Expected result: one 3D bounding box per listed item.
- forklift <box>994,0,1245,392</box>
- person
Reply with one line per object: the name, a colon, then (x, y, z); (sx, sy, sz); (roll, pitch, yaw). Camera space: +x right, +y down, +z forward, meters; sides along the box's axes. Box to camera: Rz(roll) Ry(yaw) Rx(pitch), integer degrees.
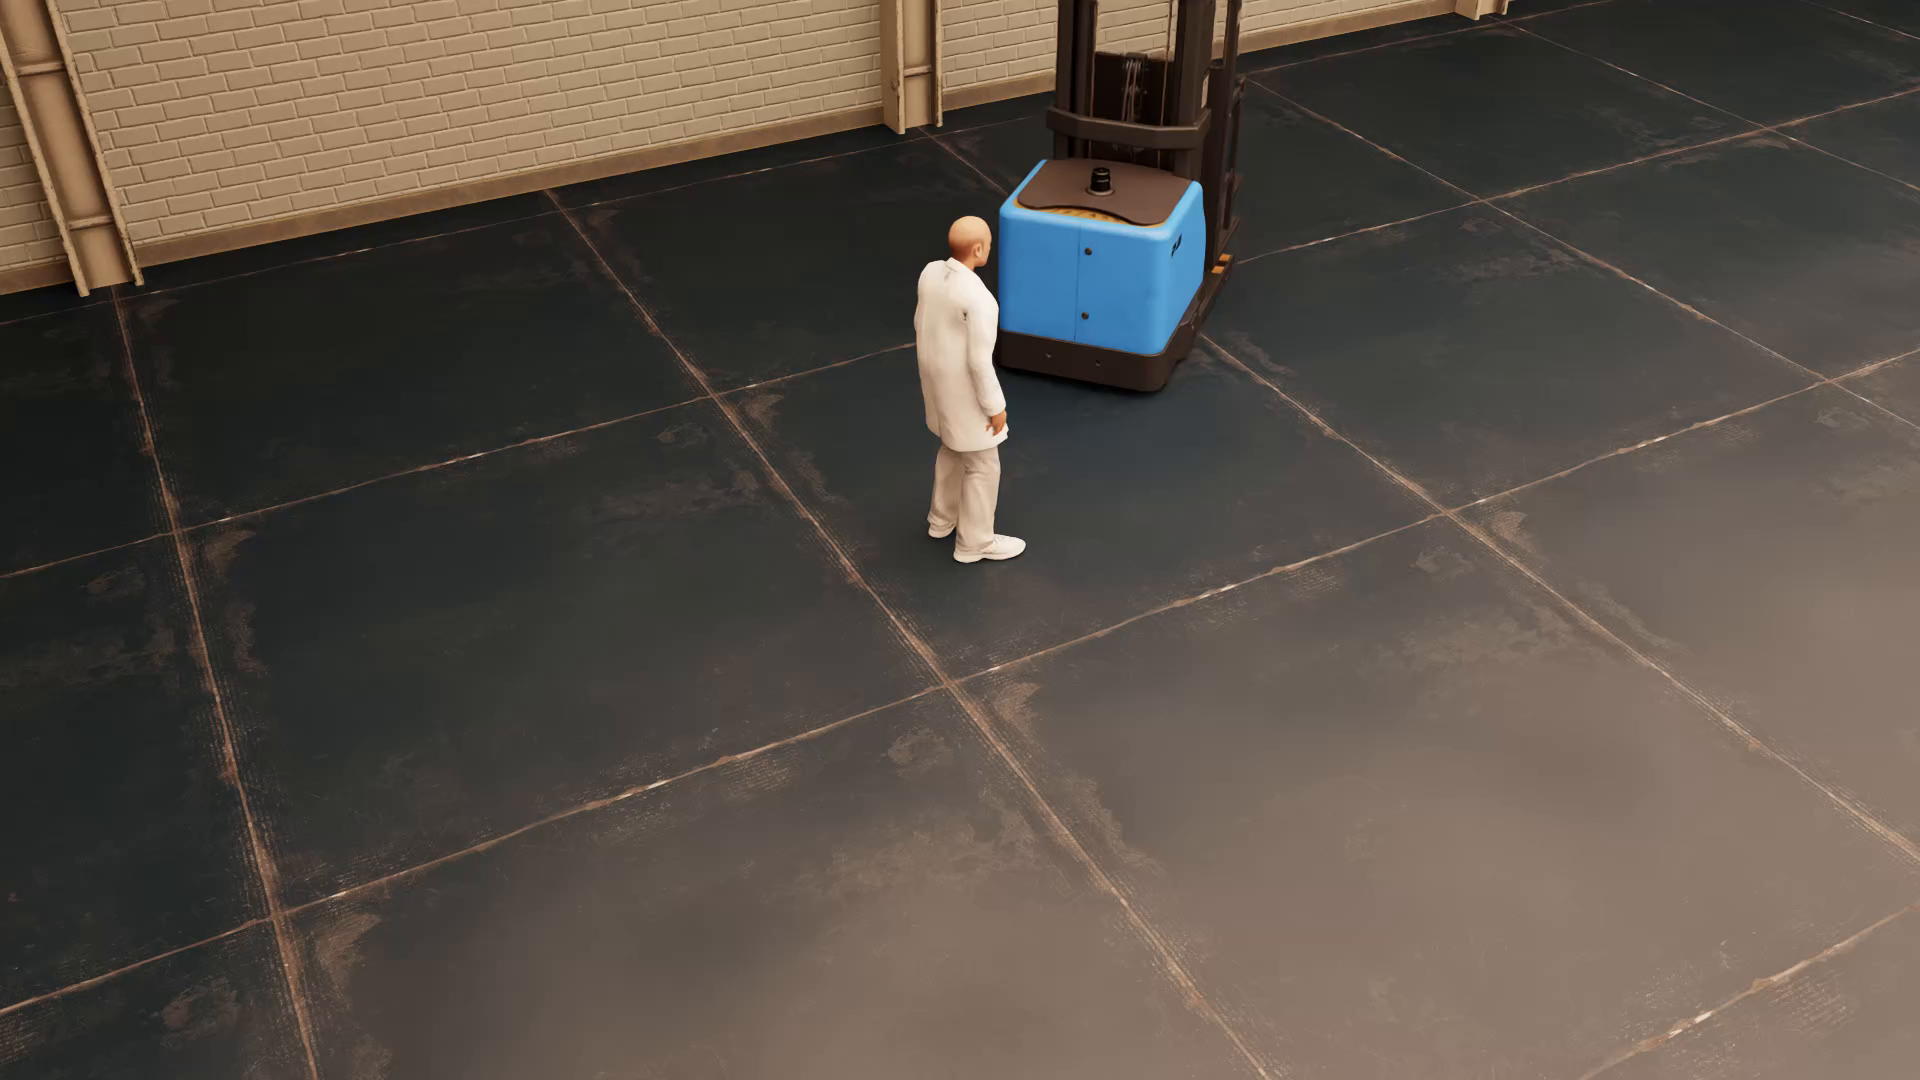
forklift: (1.201, -2.916, 10.248); (1.130, 2.935, 3.031); (12, 37, 17)
person: (0.019, -0.744, 8.179); (0.434, 1.772, 0.645); (-19, 40, -25)
